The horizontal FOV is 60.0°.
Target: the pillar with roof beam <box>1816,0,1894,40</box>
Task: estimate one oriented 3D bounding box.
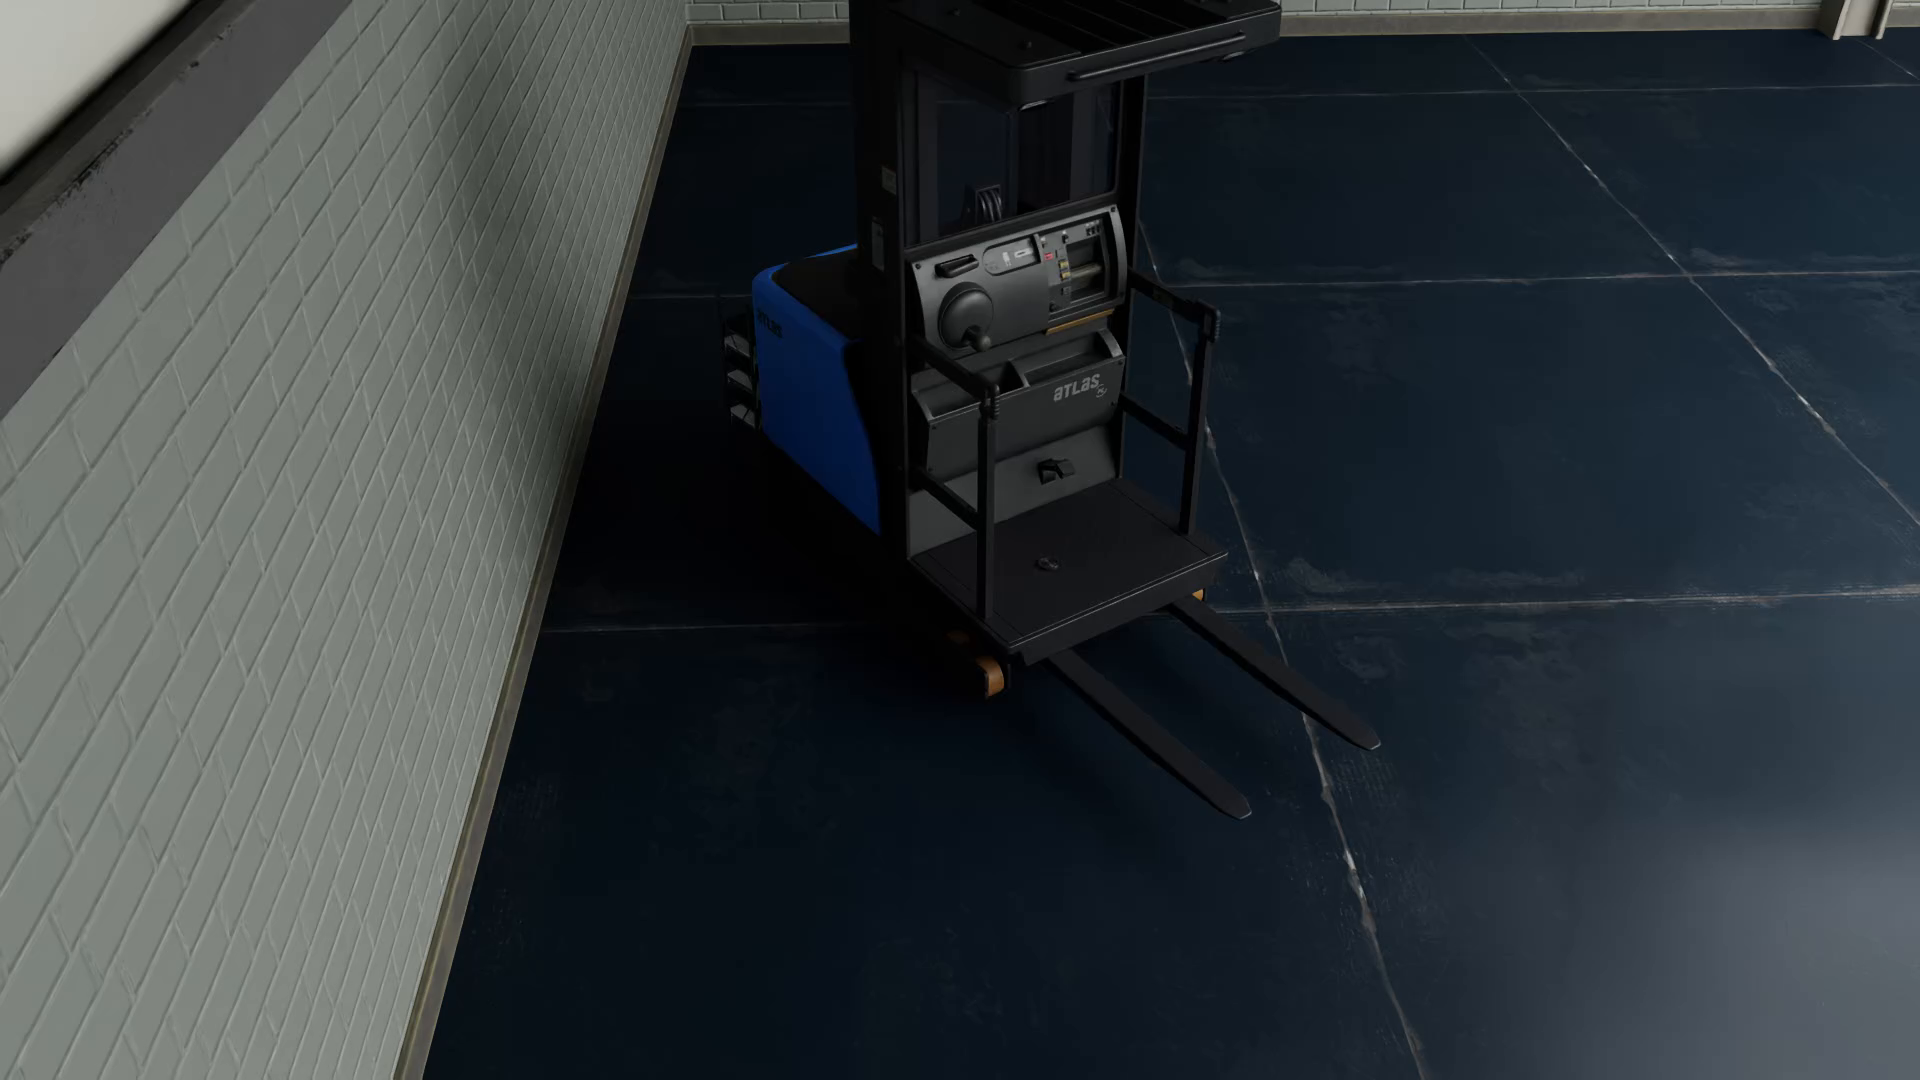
[{"bbox_3d":[7.125,-5.208,6.867,0.400,9.000,9.100,-2,35,-2],"label":"pillar with roof beam"}]

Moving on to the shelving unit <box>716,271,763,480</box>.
[{"bbox_3d":[-0.913,-0.737,7.524,0.210,0.900,0.258,-27,43,-33],"label":"shelving unit"}]

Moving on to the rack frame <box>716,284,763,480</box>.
[{"bbox_3d":[-0.989,-0.698,7.468,0.006,0.900,0.240,-27,43,-33],"label":"rack frame"}]

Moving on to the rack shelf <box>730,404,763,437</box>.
[{"bbox_3d":[-0.913,-0.562,7.646,0.200,0.077,0.258,-27,43,-33],"label":"rack shelf"}]

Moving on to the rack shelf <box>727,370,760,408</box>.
[{"bbox_3d":[-0.913,-0.710,7.543,0.200,0.077,0.258,-27,43,-33],"label":"rack shelf"}]

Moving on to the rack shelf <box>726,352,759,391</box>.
[{"bbox_3d":[-0.913,-0.784,7.492,0.200,0.077,0.258,-27,43,-33],"label":"rack shelf"}]

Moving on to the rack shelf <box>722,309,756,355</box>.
[{"bbox_3d":[-0.913,-0.932,7.389,0.200,0.077,0.258,-27,43,-33],"label":"rack shelf"}]

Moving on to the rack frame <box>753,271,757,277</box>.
[{"bbox_3d":[-0.838,-0.776,7.580,0.006,0.900,0.240,-27,43,-33],"label":"rack frame"}]

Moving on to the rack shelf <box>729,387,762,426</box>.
[{"bbox_3d":[-0.913,-0.636,7.594,0.200,0.077,0.258,-27,43,-33],"label":"rack shelf"}]

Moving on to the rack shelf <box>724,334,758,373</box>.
[{"bbox_3d":[-0.913,-0.858,7.441,0.200,0.077,0.258,-27,43,-33],"label":"rack shelf"}]

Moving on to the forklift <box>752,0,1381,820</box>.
[{"bbox_3d":[0.350,-0.912,5.993,1.130,2.935,3.031,-21,40,-28],"label":"forklift"}]
